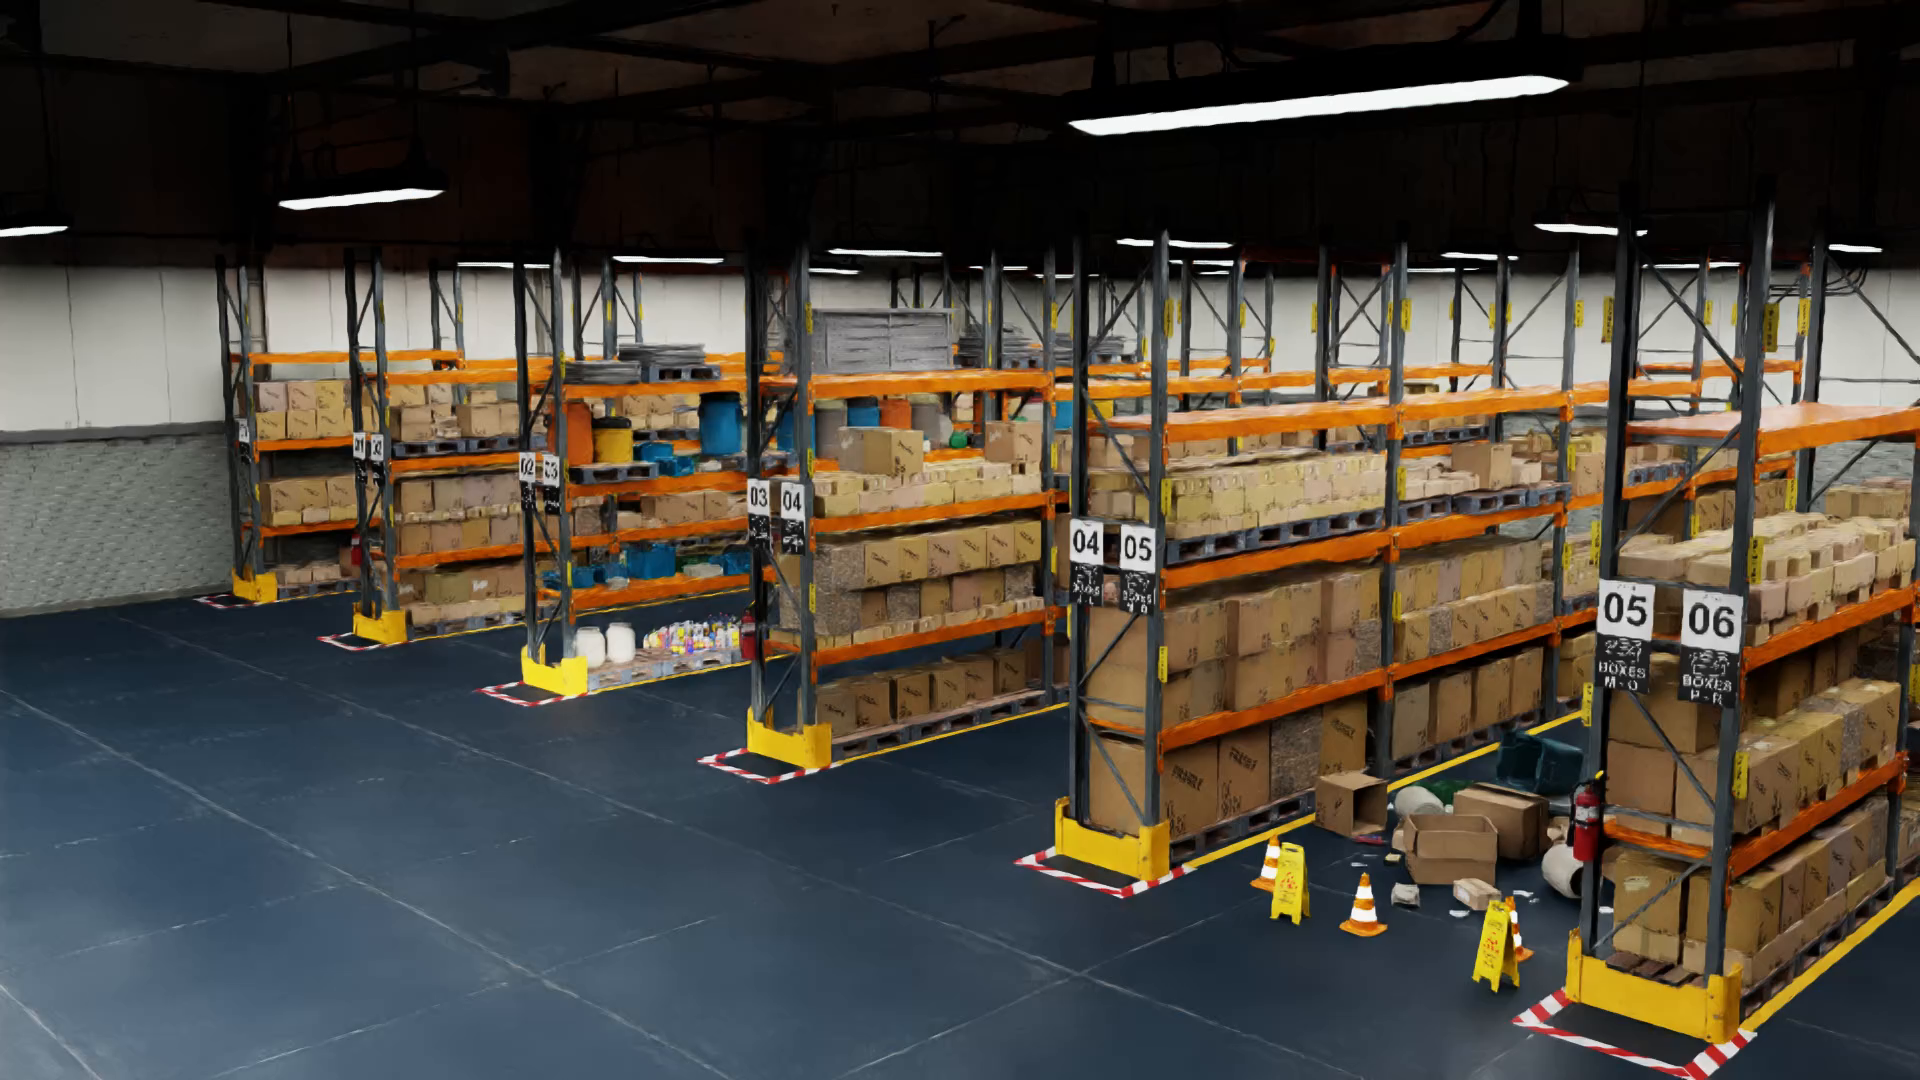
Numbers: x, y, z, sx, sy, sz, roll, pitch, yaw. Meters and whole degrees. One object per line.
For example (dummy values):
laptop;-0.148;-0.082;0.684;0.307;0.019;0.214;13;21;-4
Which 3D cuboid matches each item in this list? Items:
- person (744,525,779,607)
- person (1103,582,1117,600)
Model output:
person;-3.400;0.307;28.234;0.554;1.724;1.029;6;10;37
person;1.876;1.363;20.808;0.601;1.694;1.186;7;11;42
